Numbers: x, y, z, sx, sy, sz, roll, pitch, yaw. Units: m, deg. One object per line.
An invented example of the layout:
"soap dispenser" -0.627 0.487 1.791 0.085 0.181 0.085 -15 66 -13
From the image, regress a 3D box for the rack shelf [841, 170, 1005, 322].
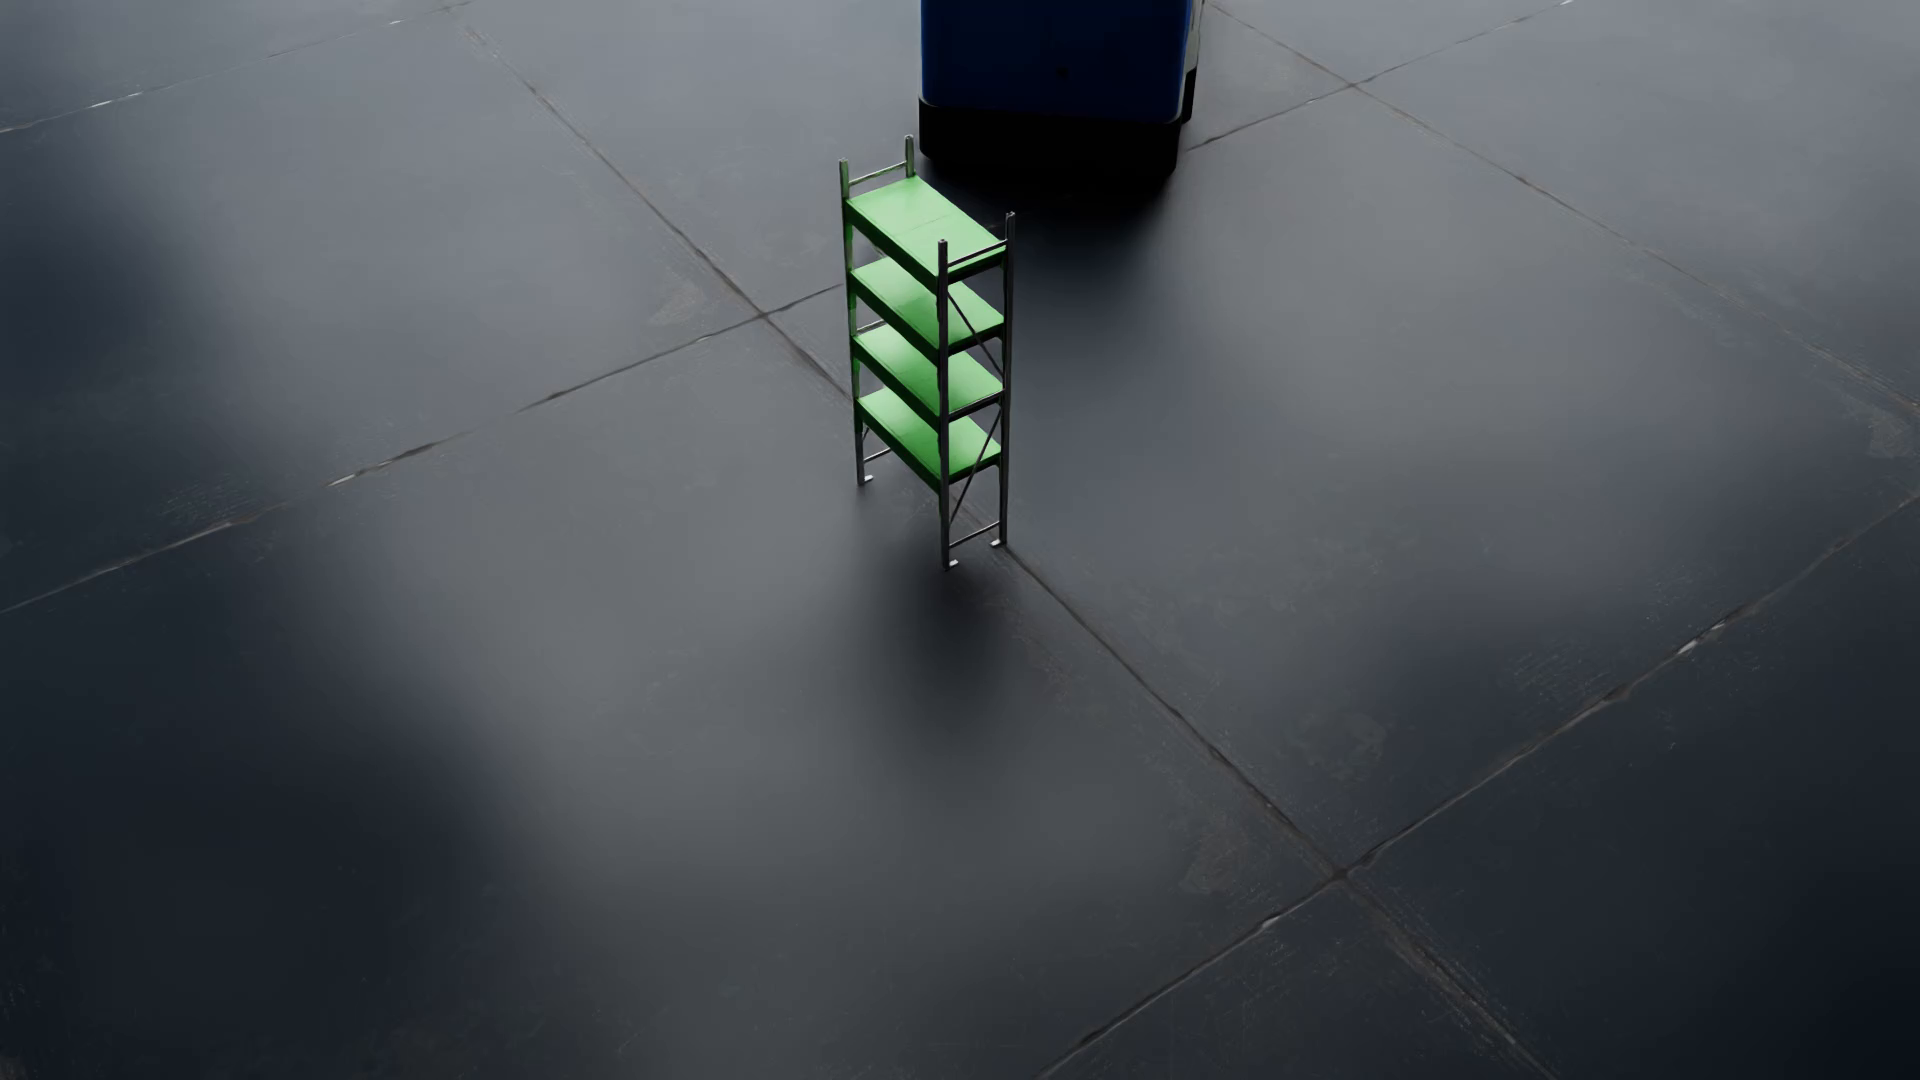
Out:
"rack shelf" -0.095 -0.829 4.647 0.258 0.148 0.480 -26 49 -24

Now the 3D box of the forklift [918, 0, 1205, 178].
"forklift" 0.577 -3.535 6.831 1.130 2.935 3.031 6 44 7

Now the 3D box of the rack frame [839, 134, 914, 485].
"rack frame" -0.234 -0.666 5.079 0.240 1.200 0.015 -26 49 -24

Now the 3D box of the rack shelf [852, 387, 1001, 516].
"rack shelf" -0.095 -0.308 5.144 0.258 0.148 0.480 -26 49 -24

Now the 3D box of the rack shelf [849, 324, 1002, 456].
"rack shelf" -0.095 -0.482 4.978 0.258 0.148 0.480 -26 49 -24

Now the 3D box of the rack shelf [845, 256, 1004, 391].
"rack shelf" -0.095 -0.655 4.812 0.258 0.148 0.480 -26 49 -24

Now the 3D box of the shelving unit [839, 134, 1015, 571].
"shelving unit" -0.095 -0.528 4.934 0.258 1.200 0.503 -26 49 -24

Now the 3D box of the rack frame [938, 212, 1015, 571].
"rack frame" 0.045 -0.390 4.789 0.240 1.200 0.015 -26 49 -24
